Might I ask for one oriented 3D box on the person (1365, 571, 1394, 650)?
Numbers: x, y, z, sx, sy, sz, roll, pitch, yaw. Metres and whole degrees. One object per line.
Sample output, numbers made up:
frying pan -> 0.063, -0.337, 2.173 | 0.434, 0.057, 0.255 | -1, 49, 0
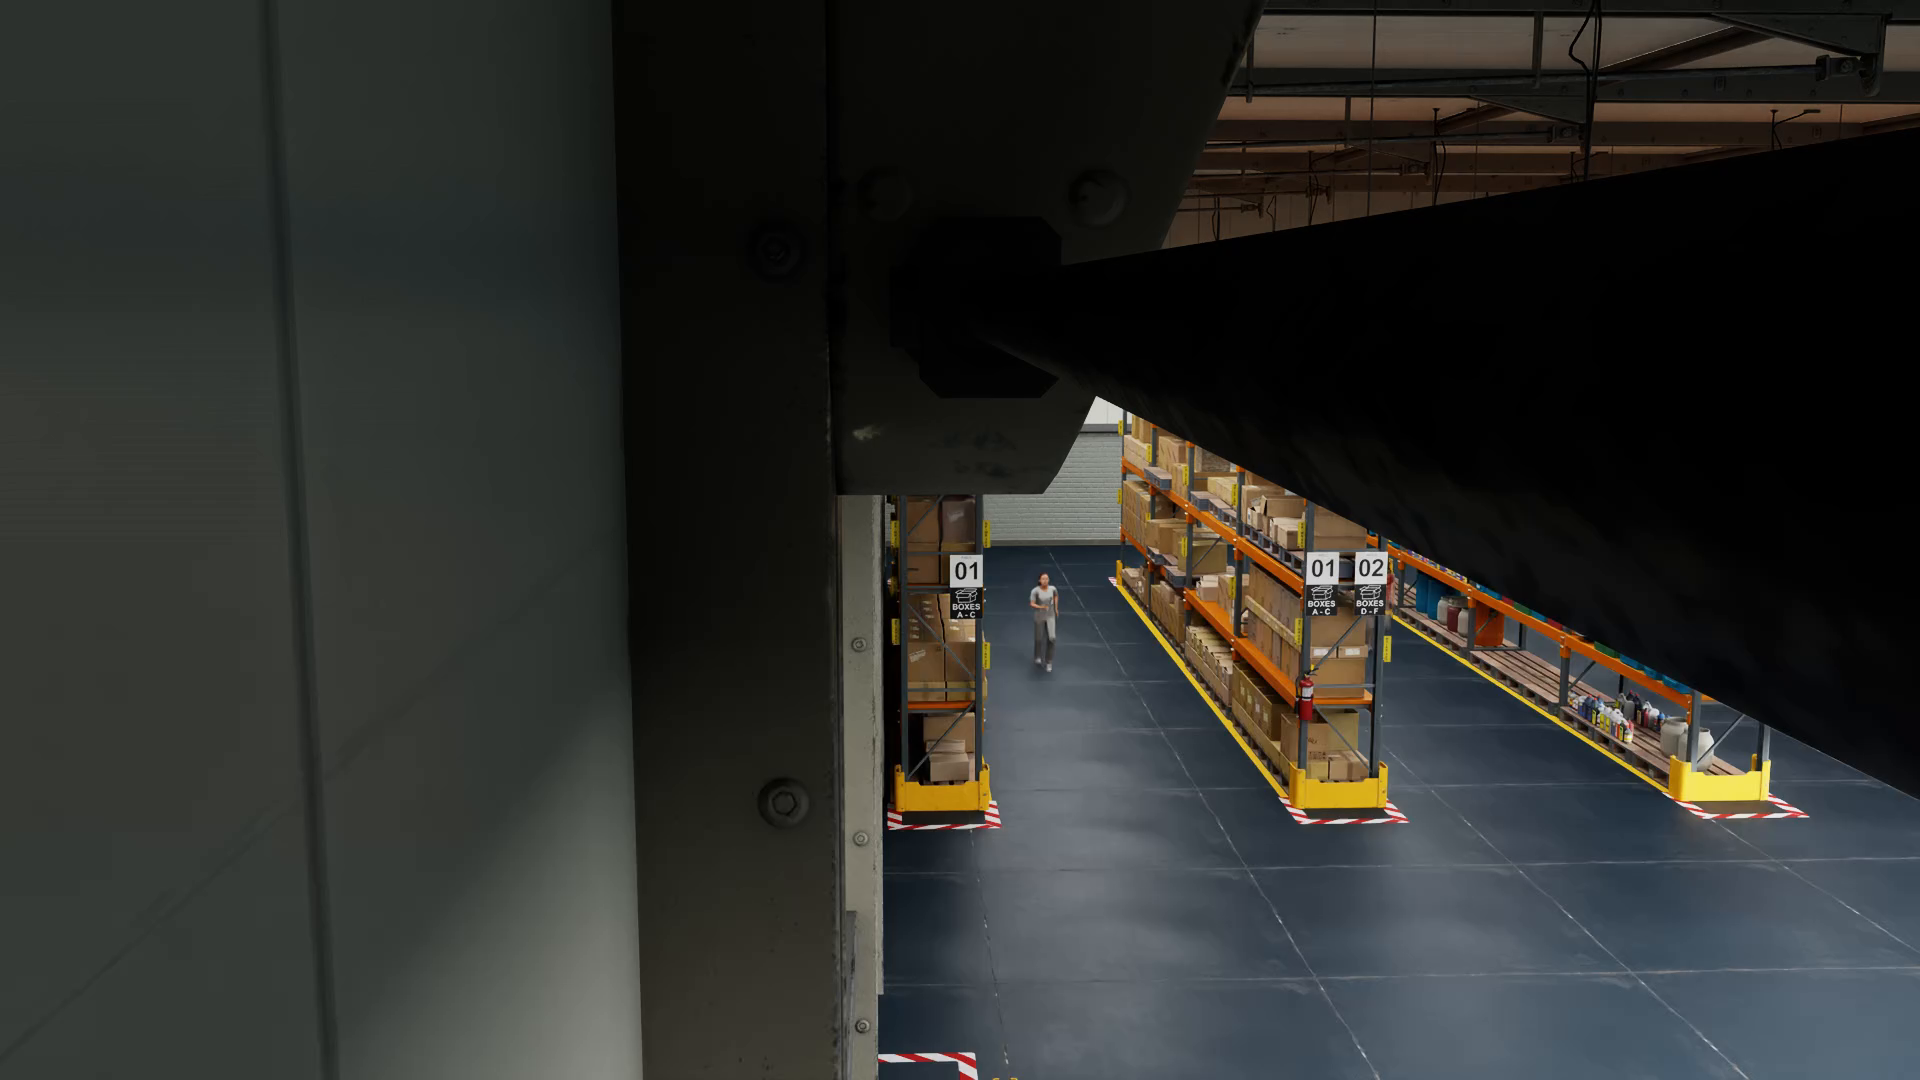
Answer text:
person -> 7.331, 1.198, 29.191 | 0.641, 1.788, 0.853 | 0, 8, 0

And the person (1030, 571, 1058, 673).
person -> 1.426, 1.369, 28.138 | 0.532, 1.713, 0.818 | -1, 9, -8
